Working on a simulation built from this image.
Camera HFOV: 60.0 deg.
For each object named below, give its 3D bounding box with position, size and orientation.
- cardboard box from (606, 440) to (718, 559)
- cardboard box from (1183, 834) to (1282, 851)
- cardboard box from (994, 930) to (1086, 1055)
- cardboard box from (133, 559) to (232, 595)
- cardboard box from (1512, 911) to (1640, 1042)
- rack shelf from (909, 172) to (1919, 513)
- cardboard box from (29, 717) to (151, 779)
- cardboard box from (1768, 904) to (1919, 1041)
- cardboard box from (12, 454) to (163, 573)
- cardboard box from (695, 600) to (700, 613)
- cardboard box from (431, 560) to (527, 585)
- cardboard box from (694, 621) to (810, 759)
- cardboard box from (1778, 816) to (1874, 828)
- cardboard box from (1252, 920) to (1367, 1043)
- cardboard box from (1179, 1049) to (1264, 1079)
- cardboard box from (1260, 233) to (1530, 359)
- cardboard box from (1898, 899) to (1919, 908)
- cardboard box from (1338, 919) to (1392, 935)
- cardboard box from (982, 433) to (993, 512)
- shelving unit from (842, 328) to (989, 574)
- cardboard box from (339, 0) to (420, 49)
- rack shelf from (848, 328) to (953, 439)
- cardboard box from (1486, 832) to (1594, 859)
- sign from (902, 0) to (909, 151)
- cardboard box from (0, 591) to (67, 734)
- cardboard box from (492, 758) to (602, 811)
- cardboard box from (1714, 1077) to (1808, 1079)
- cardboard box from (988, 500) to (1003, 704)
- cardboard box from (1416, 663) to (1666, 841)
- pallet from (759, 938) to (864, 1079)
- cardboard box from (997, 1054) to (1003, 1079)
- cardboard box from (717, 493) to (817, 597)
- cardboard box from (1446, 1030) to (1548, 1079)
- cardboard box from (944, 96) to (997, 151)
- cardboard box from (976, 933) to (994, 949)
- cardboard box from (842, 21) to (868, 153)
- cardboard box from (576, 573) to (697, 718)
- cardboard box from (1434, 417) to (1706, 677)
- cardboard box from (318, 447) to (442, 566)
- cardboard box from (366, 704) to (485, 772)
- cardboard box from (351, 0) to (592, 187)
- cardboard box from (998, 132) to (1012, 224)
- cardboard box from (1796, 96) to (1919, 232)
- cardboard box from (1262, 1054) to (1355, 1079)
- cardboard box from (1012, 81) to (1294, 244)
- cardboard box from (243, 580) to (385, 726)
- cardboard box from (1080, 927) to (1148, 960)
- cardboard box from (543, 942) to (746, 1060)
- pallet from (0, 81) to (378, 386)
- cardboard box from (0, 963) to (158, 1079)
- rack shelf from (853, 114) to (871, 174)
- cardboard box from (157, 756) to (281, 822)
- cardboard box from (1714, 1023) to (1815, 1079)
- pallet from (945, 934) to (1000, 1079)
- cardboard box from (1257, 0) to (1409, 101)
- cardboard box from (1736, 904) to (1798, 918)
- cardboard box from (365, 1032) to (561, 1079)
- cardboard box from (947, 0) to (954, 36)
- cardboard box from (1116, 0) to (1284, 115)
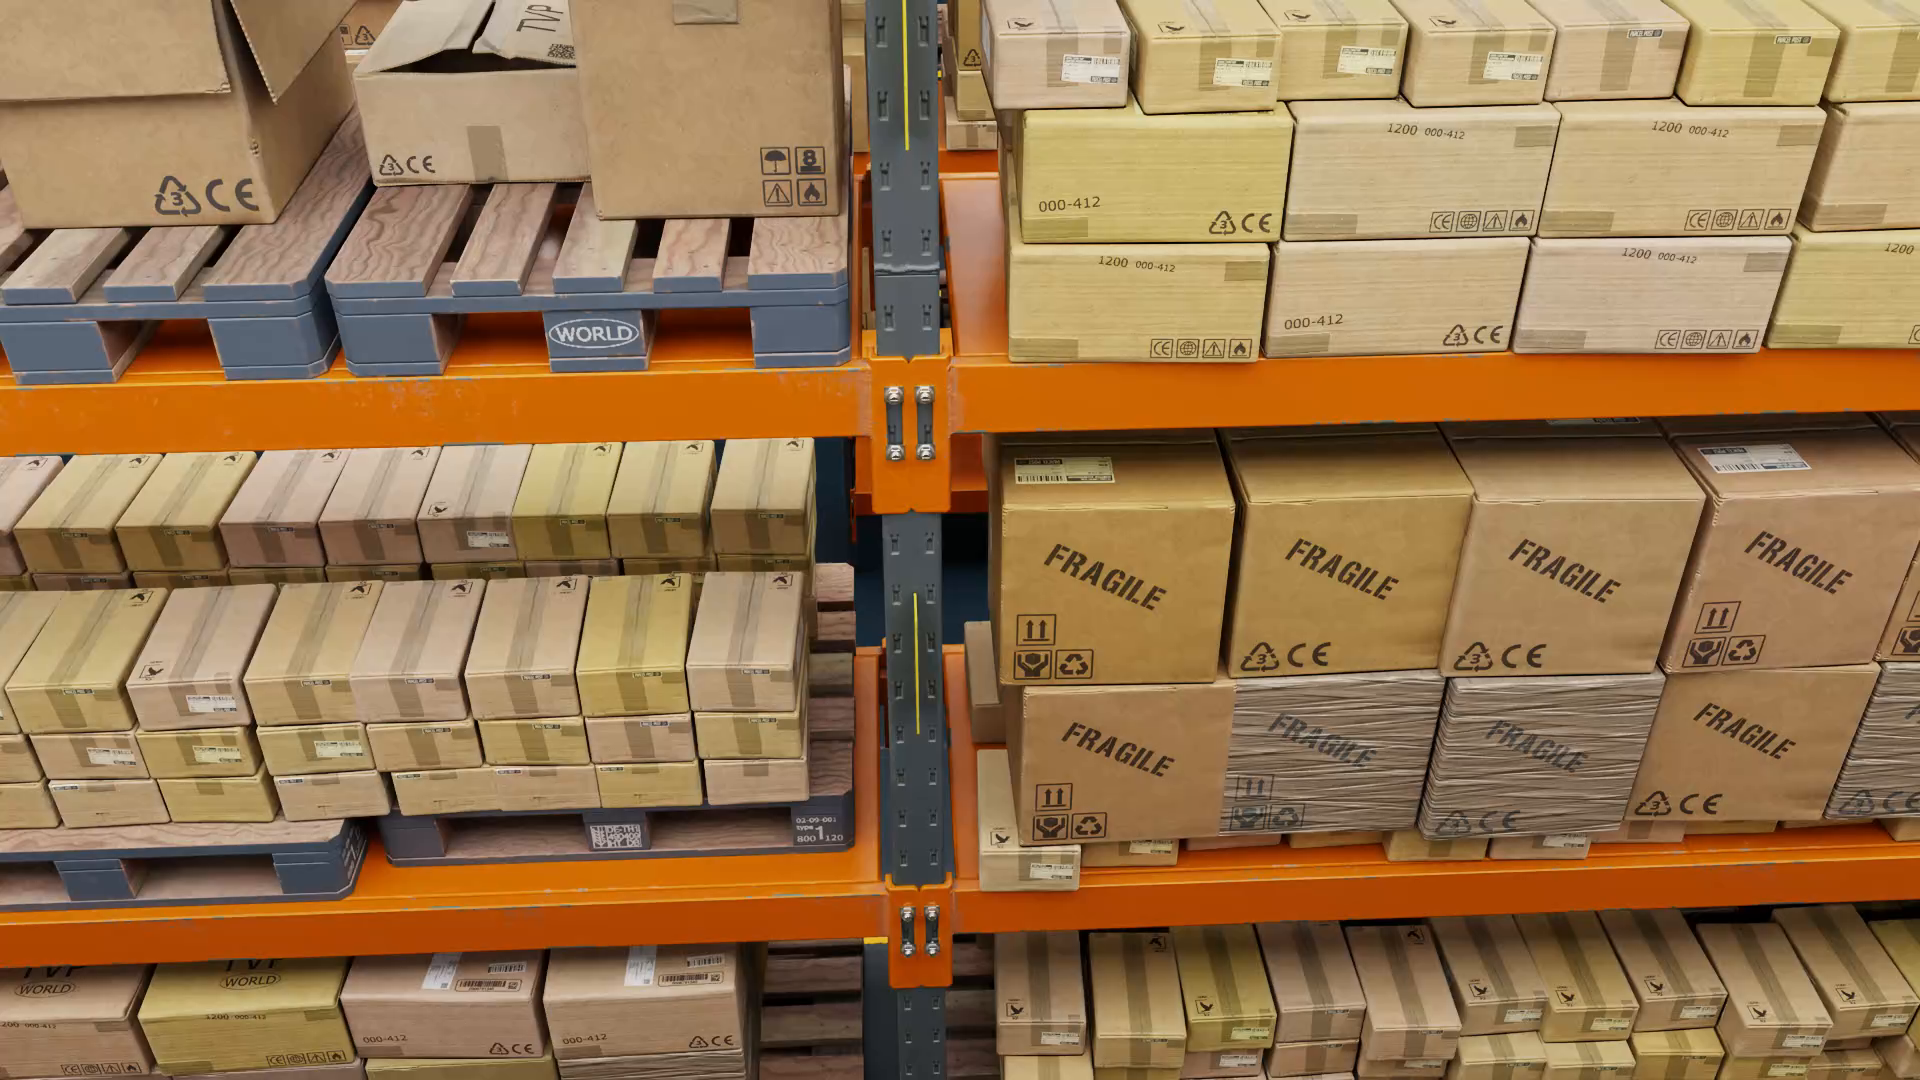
[{"bbox_3d":[-0.820,-0.116,4.611,0.250,0.149,0.380,-1,35,-1],"label":"cardboard box"},{"bbox_3d":[0.691,0.633,4.420,0.250,0.149,0.380,-3,35,-4],"label":"cardboard box"},{"bbox_3d":[0.228,1.301,4.848,0.250,0.149,0.380,0,35,0],"label":"cardboard box"},{"bbox_3d":[-2.104,0.038,4.649,0.250,0.149,0.380,-2,35,-3],"label":"cardboard box"},{"bbox_3d":[1.790,1.273,4.888,0.250,0.149,0.380,-1,35,-2],"label":"cardboard box"},{"bbox_3d":[1.872,-0.554,3.911,4.000,0.370,1.077,-2,35,-2],"label":"rack shelf"},{"bbox_3d":[-2.074,0.410,4.113,0.250,0.149,0.380,0,35,0],"label":"cardboard box"},{"bbox_3d":[2.584,1.267,4.896,0.250,0.149,0.380,-3,35,-4],"label":"cardboard box"},{"bbox_3d":[-2.362,-0.076,4.553,0.250,0.149,0.380,0,35,0],"label":"cardboard box"},{"bbox_3d":[-0.818,0.128,4.781,0.250,0.149,0.380,-1,35,-1],"label":"cardboard box"},{"bbox_3d":[-1.318,0.018,4.679,0.250,0.149,0.380,-3,35,-4],"label":"cardboard box"},{"bbox_3d":[-0.514,0.369,4.172,0.250,0.149,0.380,-1,35,-1],"label":"cardboard box"},{"bbox_3d":[2.266,0.587,4.487,0.250,0.149,0.380,-3,35,-4],"label":"cardboard box"},{"bbox_3d":[1.015,1.272,4.889,0.250,0.149,0.380,-2,35,-3],"label":"cardboard box"},{"bbox_3d":[0.741,1.402,4.963,0.250,0.149,0.380,-2,35,-2],"label":"cardboard box"},{"bbox_3d":[0.849,-0.615,3.499,0.500,0.250,0.500,-2,35,-3],"label":"cardboard box"},{"bbox_3d":[3.060,0.981,5.309,0.250,0.149,0.380,-1,35,-1],"label":"cardboard box"},{"bbox_3d":[1.219,1.125,5.363,0.250,0.149,0.380,-1,35,-1],"label":"cardboard box"},{"bbox_3d":[0.330,-0.304,4.325,0.500,0.500,0.500,-3,35,-4],"label":"cardboard box"},{"bbox_3d":[0.007,-0.463,7.430,1.048,1.125,0.538,-2,35,-2],"label":"shelving unit"},{"bbox_3d":[-2.873,-2.757,8.129,0.637,0.503,0.797,-1,35,-1],"label":"cardboard box"},{"bbox_3d":[0.007,-0.703,7.264,1.000,0.278,0.538,-2,35,-2],"label":"rack shelf"},{"bbox_3d":[1.485,0.656,4.387,0.250,0.149,0.380,0,35,0],"label":"cardboard box"},{"bbox_3d":[-0.096,-0.855,2.914,0.005,0.325,0.100,-2,35,-2],"label":"sign"},{"bbox_3d":[-2.338,0.293,4.020,0.250,0.149,0.380,-1,35,-1],"label":"cardboard box"},{"bbox_3d":[-1.022,0.504,4.237,0.250,0.149,0.380,-2,35,-2],"label":"cardboard box"},{"bbox_3d":[2.335,1.541,5.023,0.250,0.149,0.380,-3,35,-4],"label":"cardboard box"},{"bbox_3d":[0.343,0.100,4.620,0.500,0.500,0.500,-1,35,-2],"label":"cardboard box"},{"bbox_3d":[1.379,0.393,4.196,0.500,0.500,0.500,-2,35,-3],"label":"cardboard box"},{"bbox_3d":[-0.904,1.606,5.244,1.213,0.211,1.003,-2,35,-2],"label":"pallet"},{"bbox_3d":[0.253,1.610,4.924,0.250,0.149,0.380,-3,35,-4],"label":"cardboard box"},{"bbox_3d":[-0.542,-0.005,4.712,0.250,0.149,0.380,-1,35,-1],"label":"cardboard box"},{"bbox_3d":[1.542,1.432,4.920,0.250,0.149,0.380,-2,35,-3],"label":"cardboard box"},{"bbox_3d":[0.051,-2.100,8.370,0.250,0.149,0.380,-1,35,-2],"label":"cardboard box"},{"bbox_3d":[0.173,1.126,5.363,0.250,0.149,0.380,-1,35,-1],"label":"cardboard box"},{"bbox_3d":[-0.714,-2.258,8.289,0.500,0.500,0.500,-1,35,-2],"label":"cardboard box"},{"bbox_3d":[-0.786,0.253,4.078,0.250,0.149,0.380,-3,35,-4],"label":"cardboard box"},{"bbox_3d":[1.358,-0.029,3.929,0.500,0.500,0.500,-1,35,-1],"label":"cardboard box"},{"bbox_3d":[-1.581,-0.098,4.585,0.250,0.149,0.380,-2,35,-3],"label":"cardboard box"},{"bbox_3d":[-1.298,0.391,4.139,0.250,0.149,0.380,-3,35,-4],"label":"cardboard box"},{"bbox_3d":[-1.015,-1.028,3.672,0.500,0.311,0.500,-2,35,-3],"label":"cardboard box"},{"bbox_3d":[0.351,-0.901,3.912,0.500,0.250,0.500,-1,35,-1],"label":"cardboard box"},{"bbox_3d":[1.894,-0.857,3.409,0.500,0.250,0.500,-3,35,-4],"label":"cardboard box"},{"bbox_3d":[1.015,1.531,5.038,0.250,0.149,0.380,-2,35,-3],"label":"cardboard box"},{"bbox_3d":[0.366,-0.816,3.351,0.500,0.250,0.500,0,35,-1],"label":"cardboard box"},{"bbox_3d":[-1.552,0.271,4.052,0.250,0.149,0.380,-3,35,-4],"label":"cardboard box"},{"bbox_3d":[0.513,1.273,5.410,0.250,0.149,0.380,-1,35,-1],"label":"cardboard box"},{"bbox_3d":[-0.858,1.148,4.624,0.500,0.250,0.500,-2,35,-3],"label":"cardboard box"},{"bbox_3d":[-1.784,-0.733,3.702,1.003,0.211,1.213,-2,35,-2],"label":"pallet"},{"bbox_3d":[-2.420,1.191,4.561,0.500,0.250,0.500,-1,35,-2],"label":"cardboard box"},{"bbox_3d":[-2.258,-2.035,8.687,4.000,0.370,1.077,-2,35,-2],"label":"rack shelf"},{"bbox_3d":[-1.815,0.528,4.203,0.250,0.149,0.380,0,35,0],"label":"cardboard box"},{"bbox_3d":[2.320,1.420,4.937,0.250,0.149,0.380,-1,35,-2],"label":"cardboard box"},{"bbox_3d":[0.543,1.546,5.331,1.213,0.211,1.003,-2,35,-2],"label":"pallet"},{"bbox_3d":[0.697,-1.001,3.267,0.250,0.149,0.380,-2,35,-3],"label":"cardboard box"},{"bbox_3d":[2.556,1.053,5.468,0.250,0.149,0.380,-1,35,-1],"label":"cardboard box"},{"bbox_3d":[-1.366,1.469,4.818,0.500,0.500,0.500,-2,35,-3],"label":"cardboard box"},{"bbox_3d":[0.186,-2.918,8.542,0.500,0.500,0.500,-1,35,-1],"label":"cardboard box"},{"bbox_3d":[0.449,-0.962,3.211,0.250,0.149,0.380,-3,35,-4],"label":"cardboard box"}]
